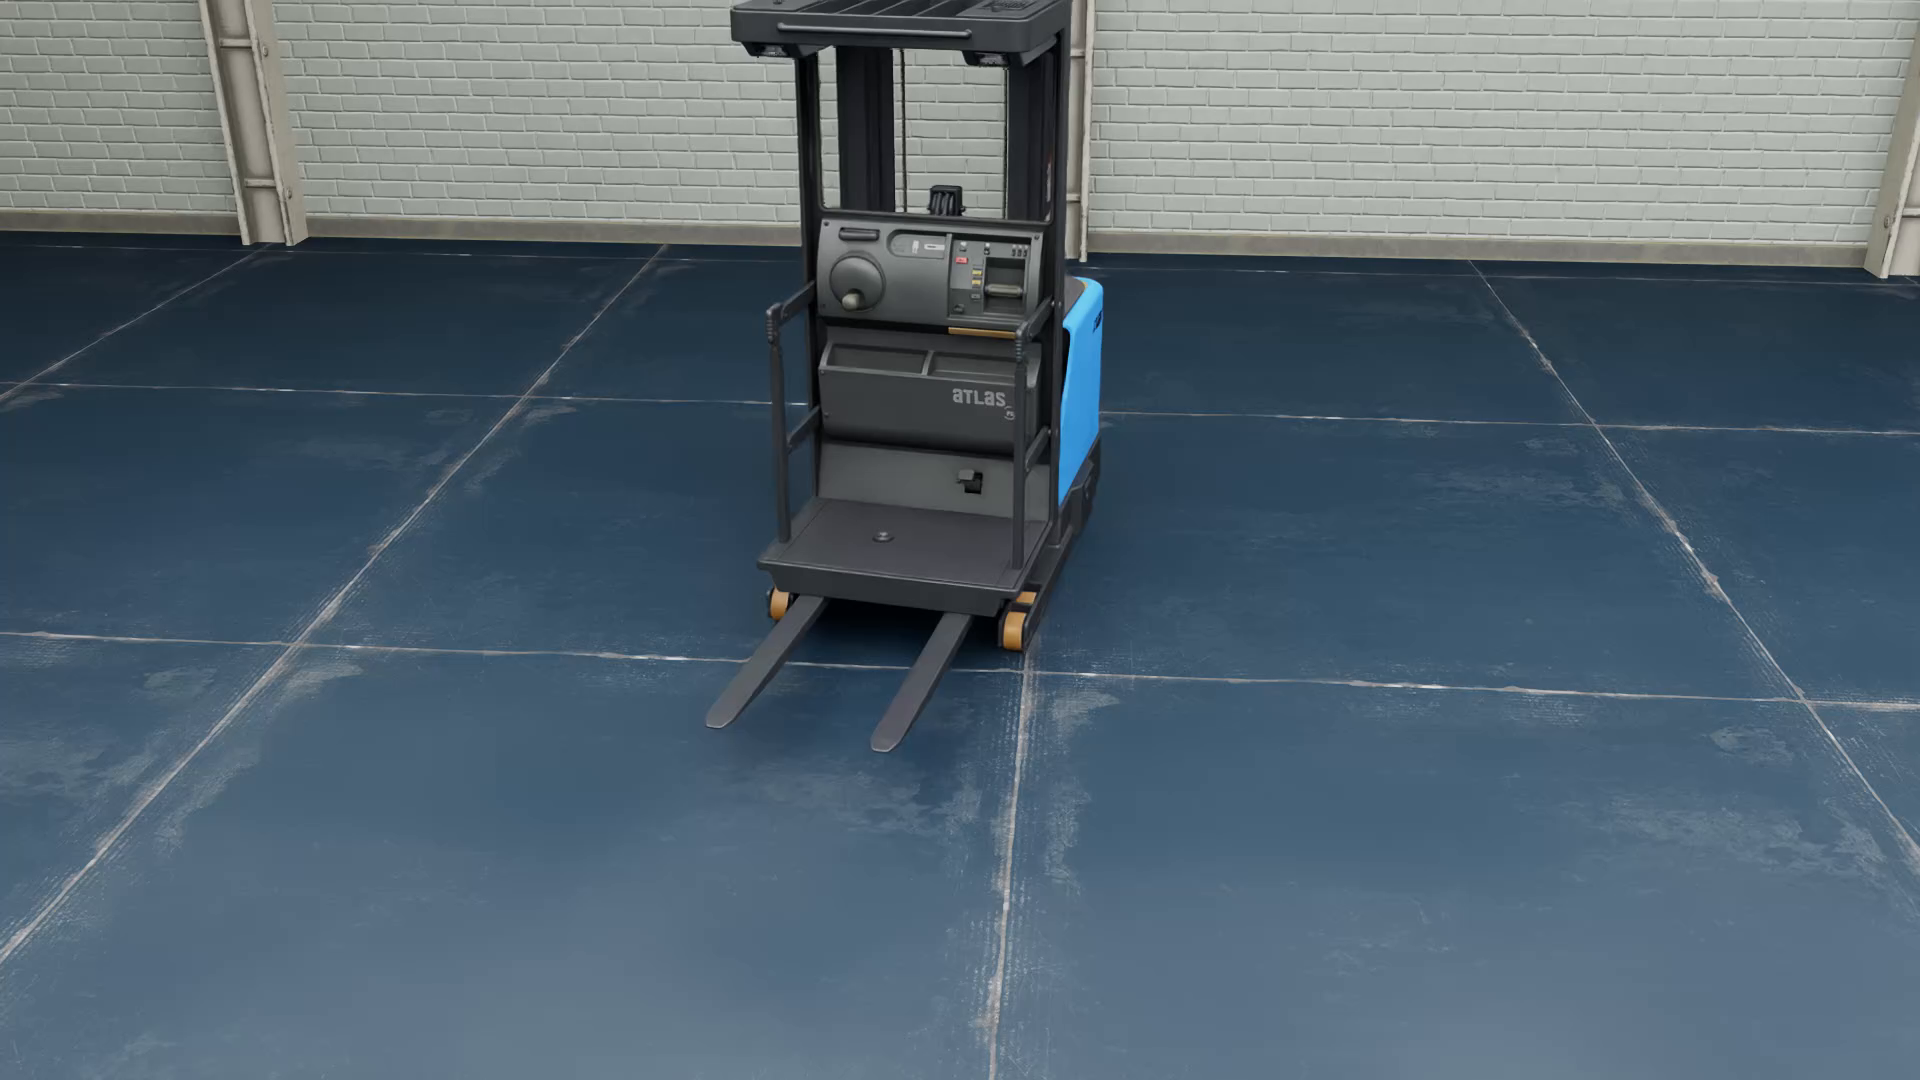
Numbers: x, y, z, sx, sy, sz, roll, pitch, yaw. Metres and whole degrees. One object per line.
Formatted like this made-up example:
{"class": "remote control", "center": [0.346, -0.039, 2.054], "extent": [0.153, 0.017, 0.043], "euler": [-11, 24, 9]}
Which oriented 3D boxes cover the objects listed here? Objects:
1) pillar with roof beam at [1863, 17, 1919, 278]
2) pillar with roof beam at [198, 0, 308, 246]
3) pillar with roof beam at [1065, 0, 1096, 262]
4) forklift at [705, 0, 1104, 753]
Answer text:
{"class": "pillar with roof beam", "center": [6.396, -4.209, 6.132], "extent": [0.400, 9.000, 9.100], "euler": [2, 25, 4]}
{"class": "pillar with roof beam", "center": [-5.568, -4.593, 6.966], "extent": [0.400, 9.000, 9.100], "euler": [2, 25, 4]}
{"class": "pillar with roof beam", "center": [0.414, -4.401, 6.549], "extent": [0.400, 9.000, 9.100], "euler": [2, 25, 4]}
{"class": "forklift", "center": [-0.179, -1.056, 6.538], "extent": [1.130, 2.935, 3.031], "euler": [6, 25, 13]}
